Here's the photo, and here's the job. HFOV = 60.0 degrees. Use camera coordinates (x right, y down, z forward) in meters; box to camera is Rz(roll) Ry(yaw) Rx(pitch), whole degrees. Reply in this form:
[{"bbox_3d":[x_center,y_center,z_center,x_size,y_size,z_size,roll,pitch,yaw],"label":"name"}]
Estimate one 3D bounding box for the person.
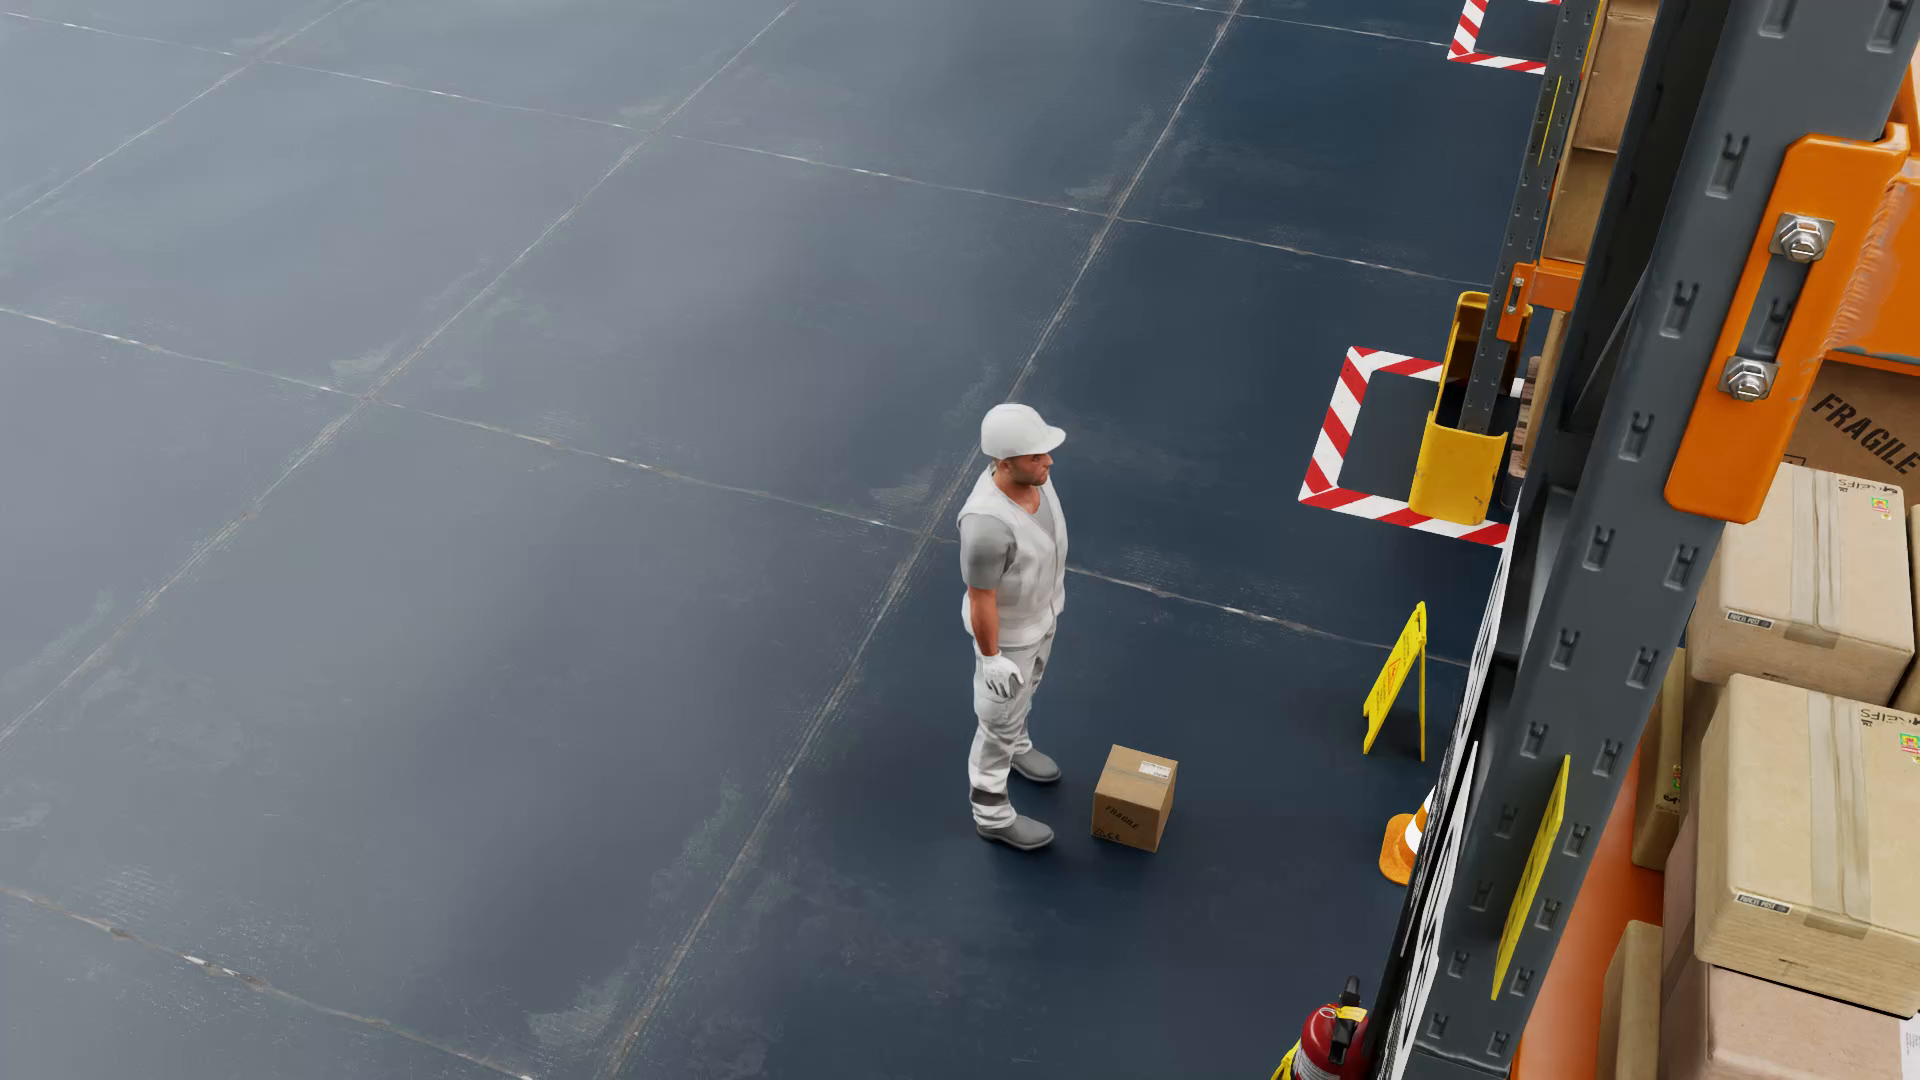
[{"bbox_3d":[0.239,0.287,5.803,0.440,1.793,0.576,18,44,19],"label":"person"}]
